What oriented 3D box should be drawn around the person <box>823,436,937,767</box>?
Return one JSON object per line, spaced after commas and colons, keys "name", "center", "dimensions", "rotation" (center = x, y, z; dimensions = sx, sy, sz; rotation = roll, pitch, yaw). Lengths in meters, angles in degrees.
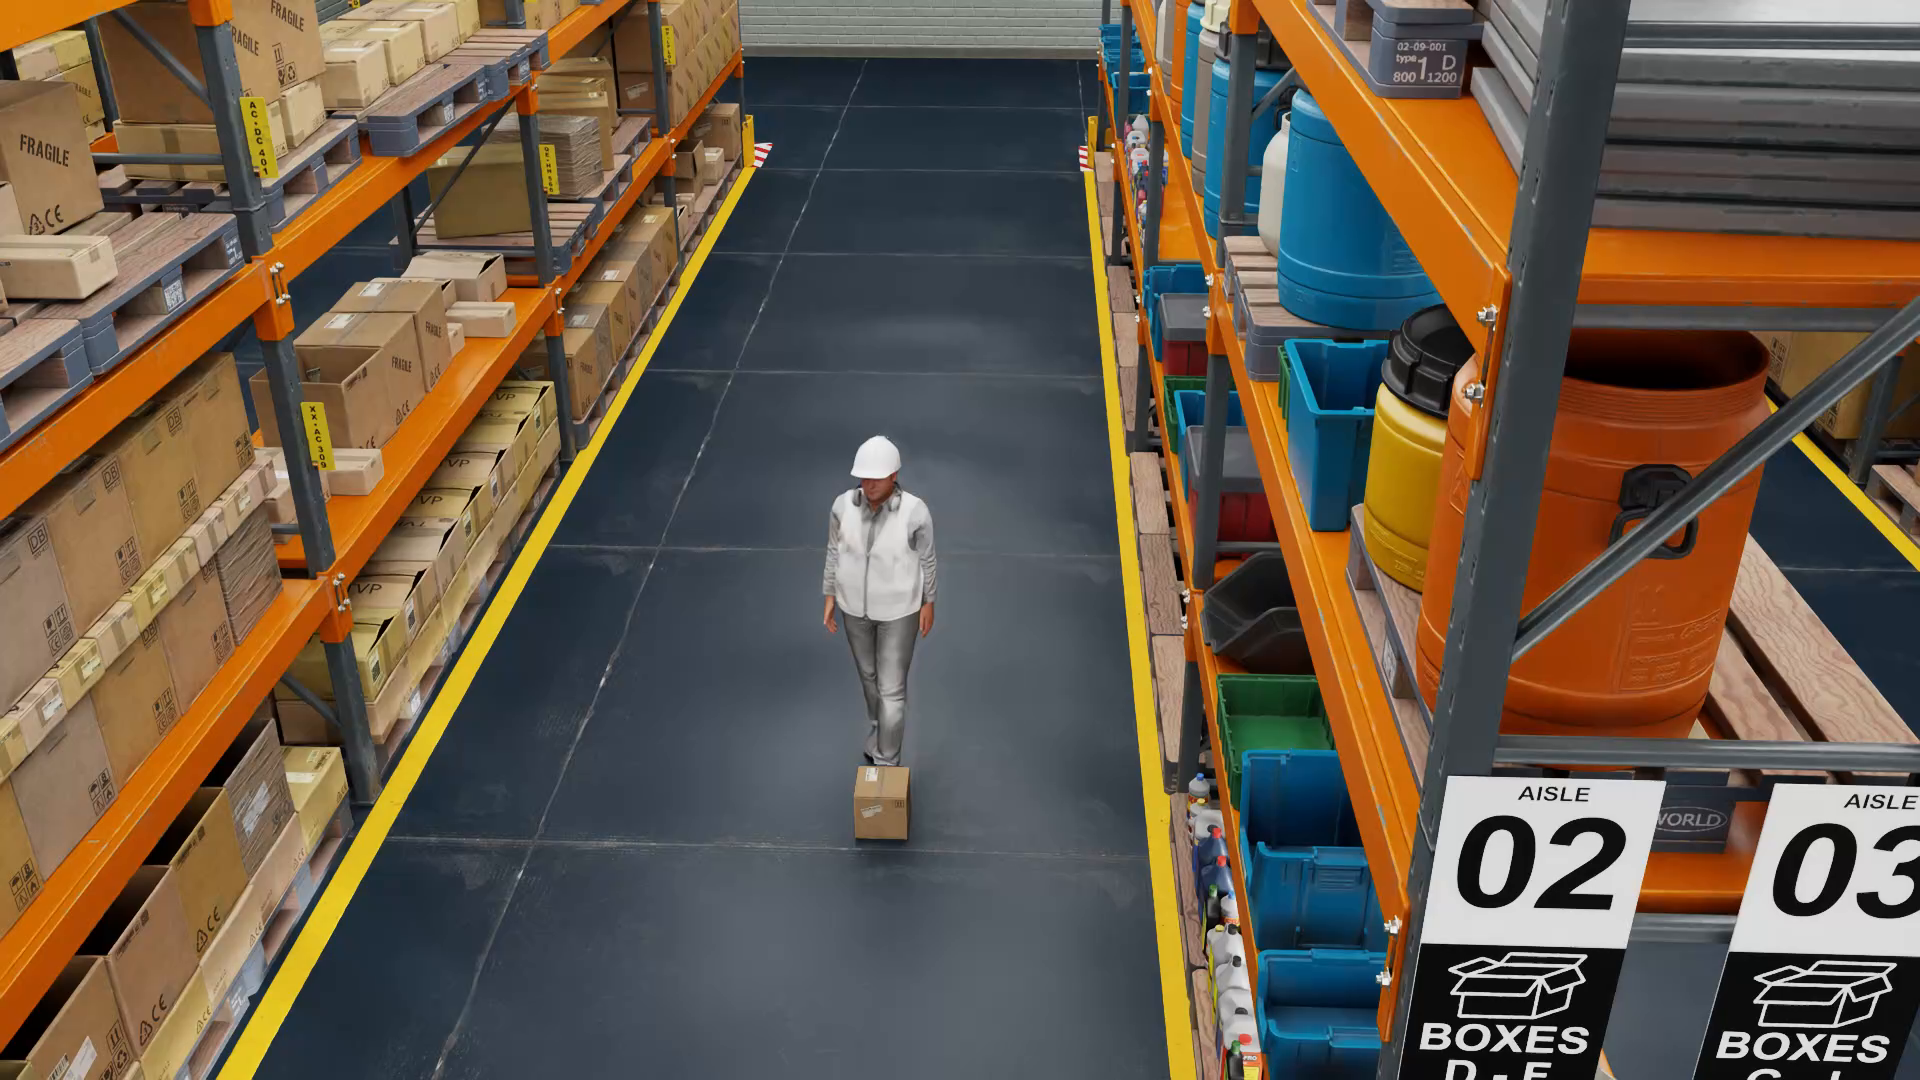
{"name": "person", "center": [-0.450, 0.372, 8.101], "dimensions": [0.556, 1.762, 0.737], "rotation": [9, 29, 17]}
